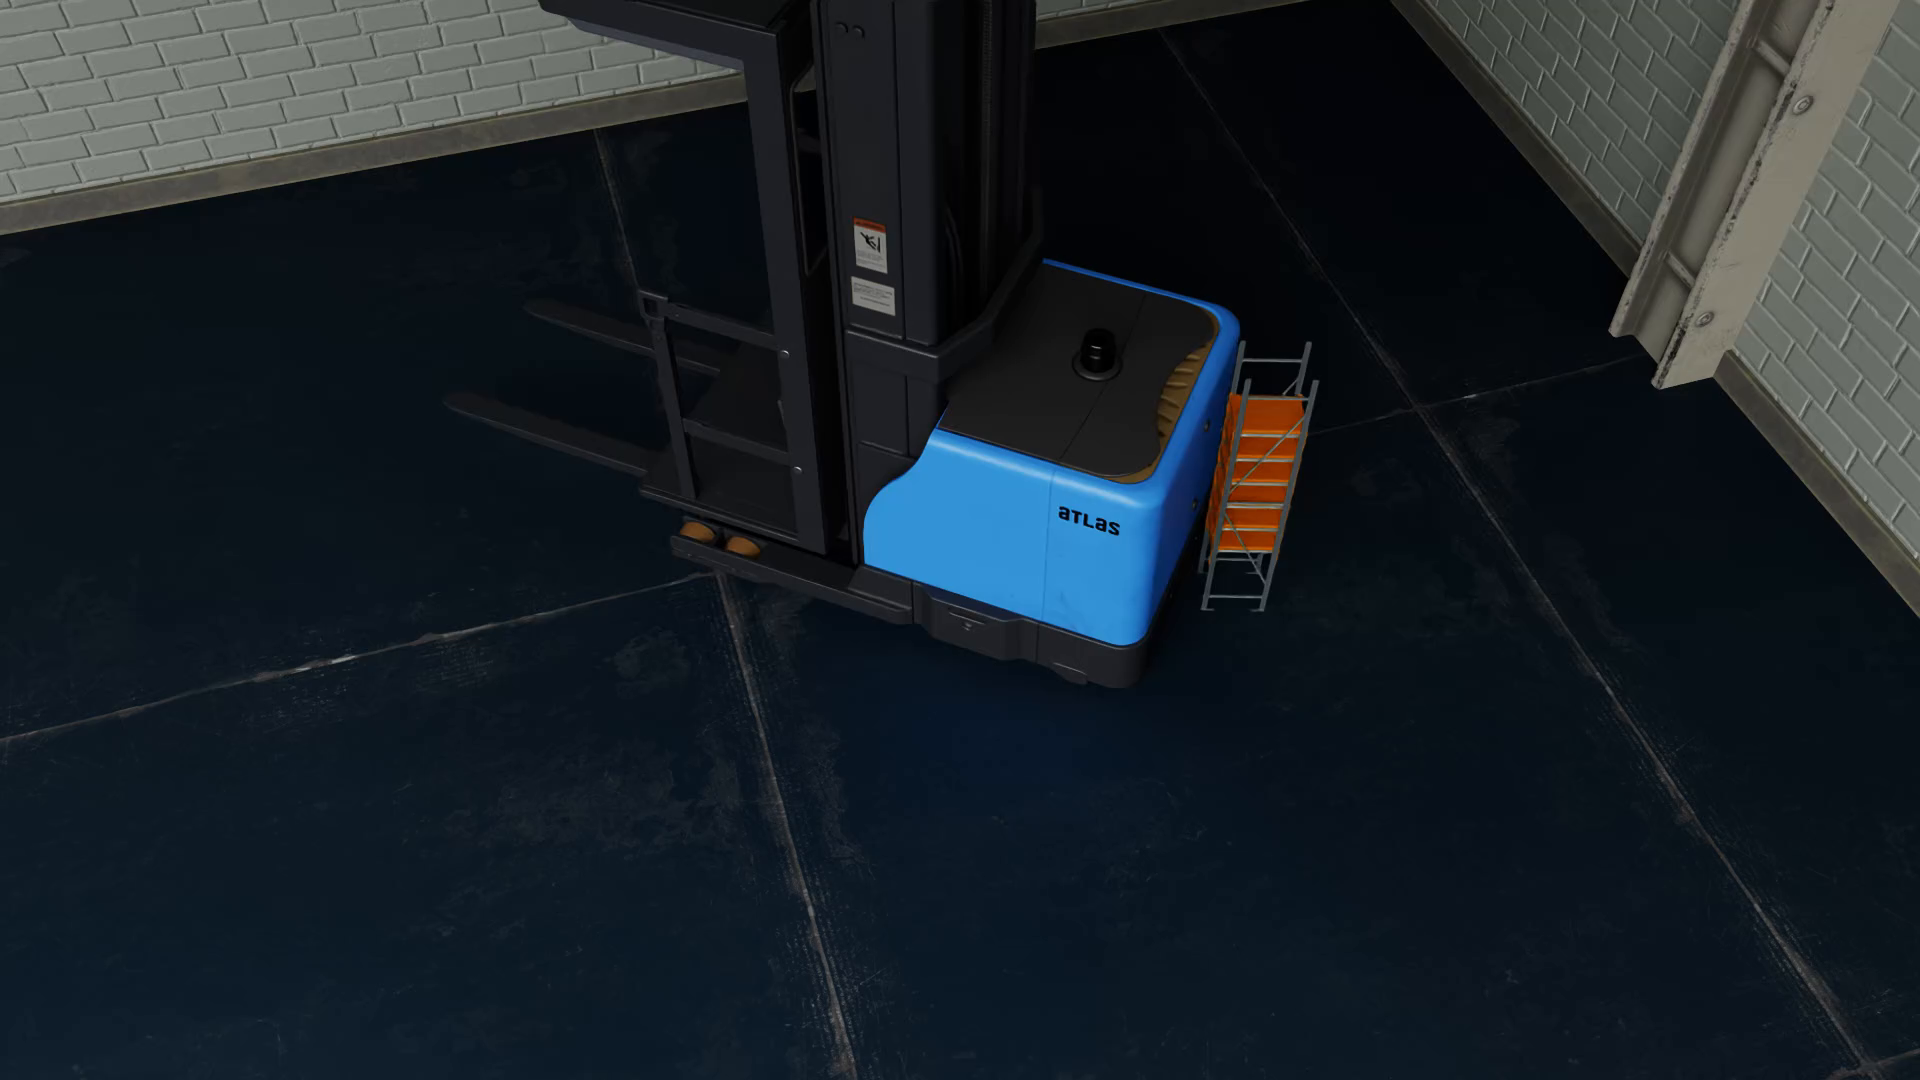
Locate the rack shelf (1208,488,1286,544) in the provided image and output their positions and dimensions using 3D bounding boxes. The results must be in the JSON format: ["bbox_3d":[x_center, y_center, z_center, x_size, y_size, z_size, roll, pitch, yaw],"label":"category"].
[{"bbox_3d":[1.040,-0.088,6.040,0.258,0.103,0.180,1,49,0],"label":"rack shelf"}]

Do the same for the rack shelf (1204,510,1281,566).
[{"bbox_3d":[1.039,-0.009,6.131,0.258,0.103,0.180,1,49,0],"label":"rack shelf"}]

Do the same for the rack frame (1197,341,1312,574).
[{"bbox_3d":[1.043,-0.265,5.976,0.240,1.200,0.006,1,49,0],"label":"rack frame"}]

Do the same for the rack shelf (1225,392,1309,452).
[{"bbox_3d":[1.045,-0.403,5.678,0.258,0.103,0.180,1,49,0],"label":"rack shelf"}]

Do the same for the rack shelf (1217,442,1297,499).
[{"bbox_3d":[1.043,-0.245,5.859,0.258,0.103,0.180,1,49,0],"label":"rack shelf"}]

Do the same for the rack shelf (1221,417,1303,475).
[{"bbox_3d":[1.044,-0.324,5.768,0.258,0.103,0.180,1,49,0],"label":"rack shelf"}]

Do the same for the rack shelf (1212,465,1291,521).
[{"bbox_3d":[1.041,-0.167,5.950,0.258,0.103,0.180,1,49,0],"label":"rack shelf"}]

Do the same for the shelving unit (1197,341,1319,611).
[{"bbox_3d":[1.042,-0.196,5.916,0.258,1.200,0.189,1,49,0],"label":"shelving unit"}]

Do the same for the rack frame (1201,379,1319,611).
[{"bbox_3d":[1.041,-0.127,5.856,0.240,1.200,0.006,1,49,0],"label":"rack frame"}]

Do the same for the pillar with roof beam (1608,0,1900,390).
[{"bbox_3d":[-1.056,-2.746,2.969,9.100,9.000,0.400,-13,51,-11],"label":"pillar with roof beam"}]

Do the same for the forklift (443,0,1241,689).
[{"bbox_3d":[-0.569,-1.152,5.594,3.031,2.935,1.130,18,52,14],"label":"forklift"}]
